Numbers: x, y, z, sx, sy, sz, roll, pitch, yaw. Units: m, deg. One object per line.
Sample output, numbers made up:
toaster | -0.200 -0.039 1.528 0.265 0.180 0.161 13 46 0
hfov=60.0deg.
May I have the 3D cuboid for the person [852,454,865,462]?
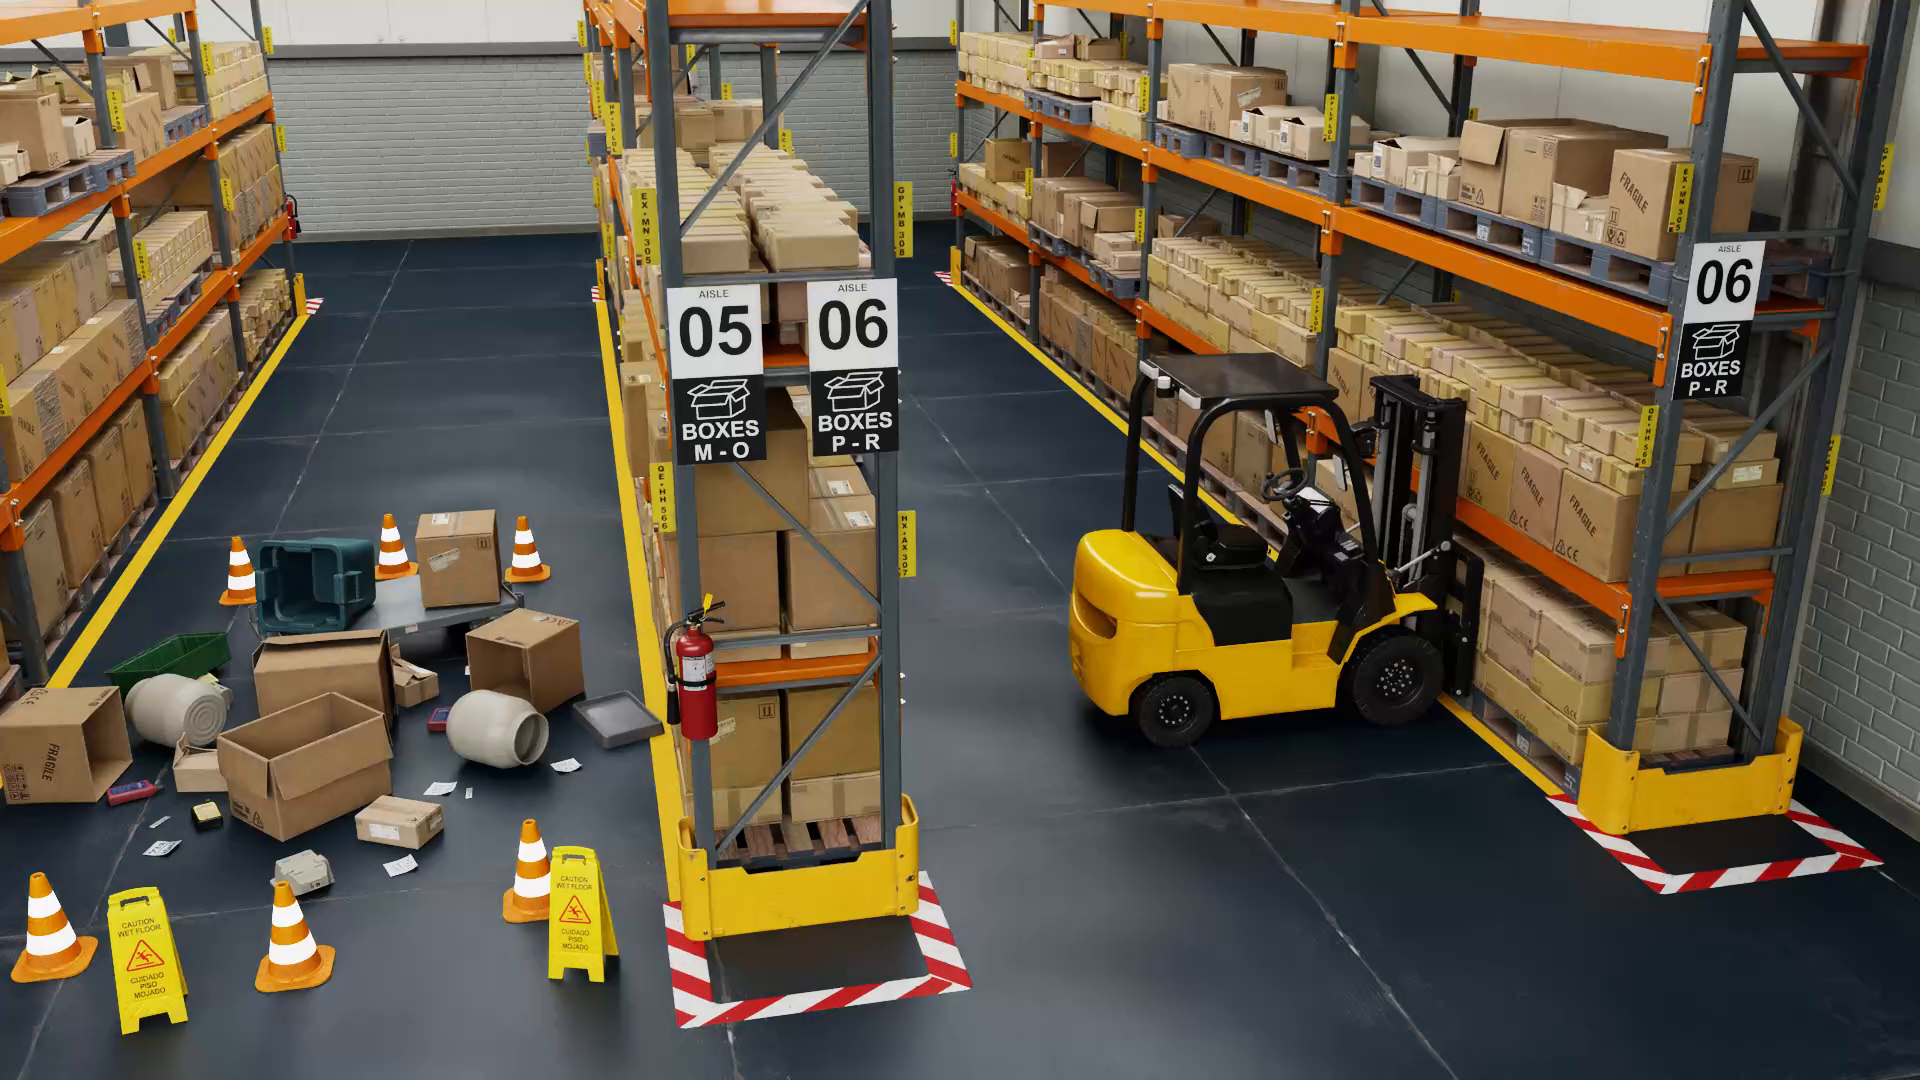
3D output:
person | -0.982 -1.553 15.379 0.441 1.676 0.465 -4 20 -11
